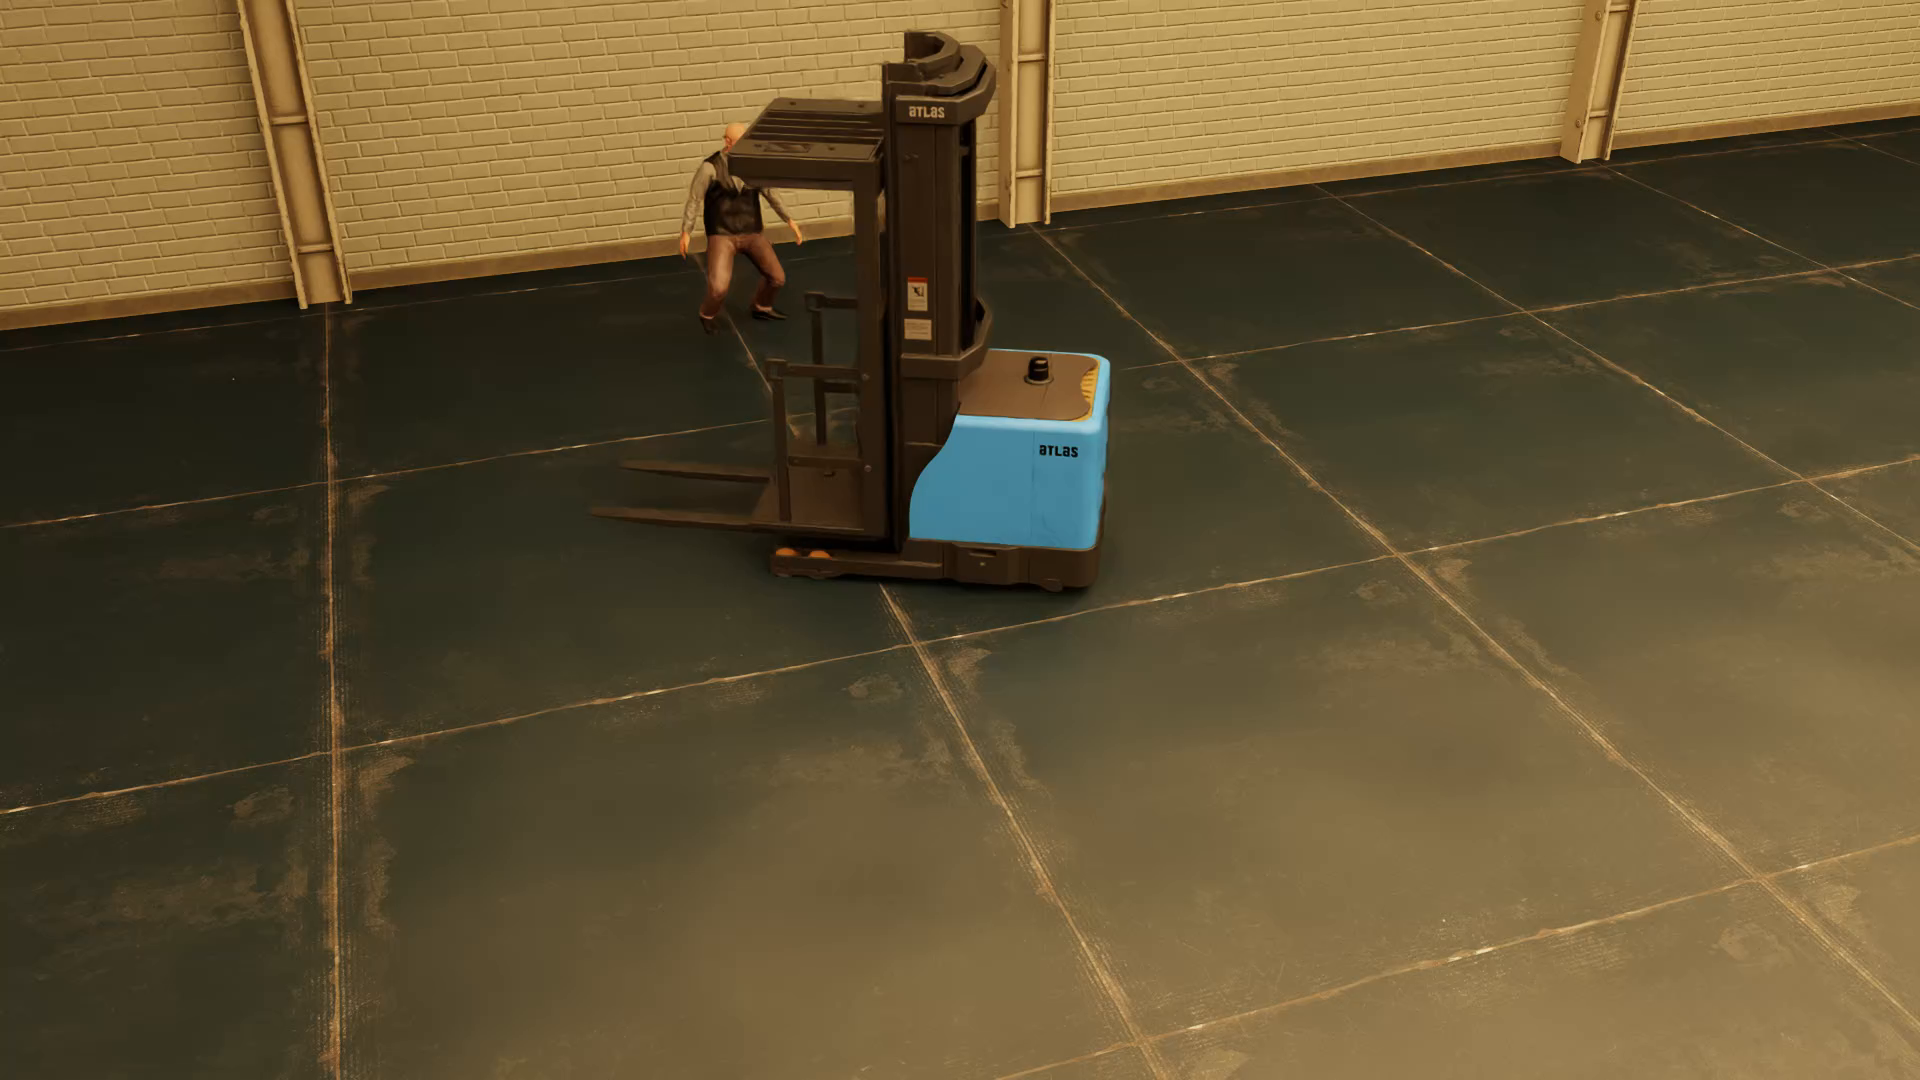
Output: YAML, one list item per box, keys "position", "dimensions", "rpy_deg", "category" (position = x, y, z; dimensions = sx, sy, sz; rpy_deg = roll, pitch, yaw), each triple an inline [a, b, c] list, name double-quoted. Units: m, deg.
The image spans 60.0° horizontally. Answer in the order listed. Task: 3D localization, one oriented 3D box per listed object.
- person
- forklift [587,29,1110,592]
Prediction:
- position: [-1.652, -2.289, 12.410]
  dimensions: [0.915, 1.613, 0.594]
  rpy_deg: [-15, 33, -24]
  category: "person"
- position: [-0.665, -1.296, 9.340]
  dimensions: [3.031, 2.935, 1.130]
  rpy_deg: [4, 30, 7]
  category: "forklift"
